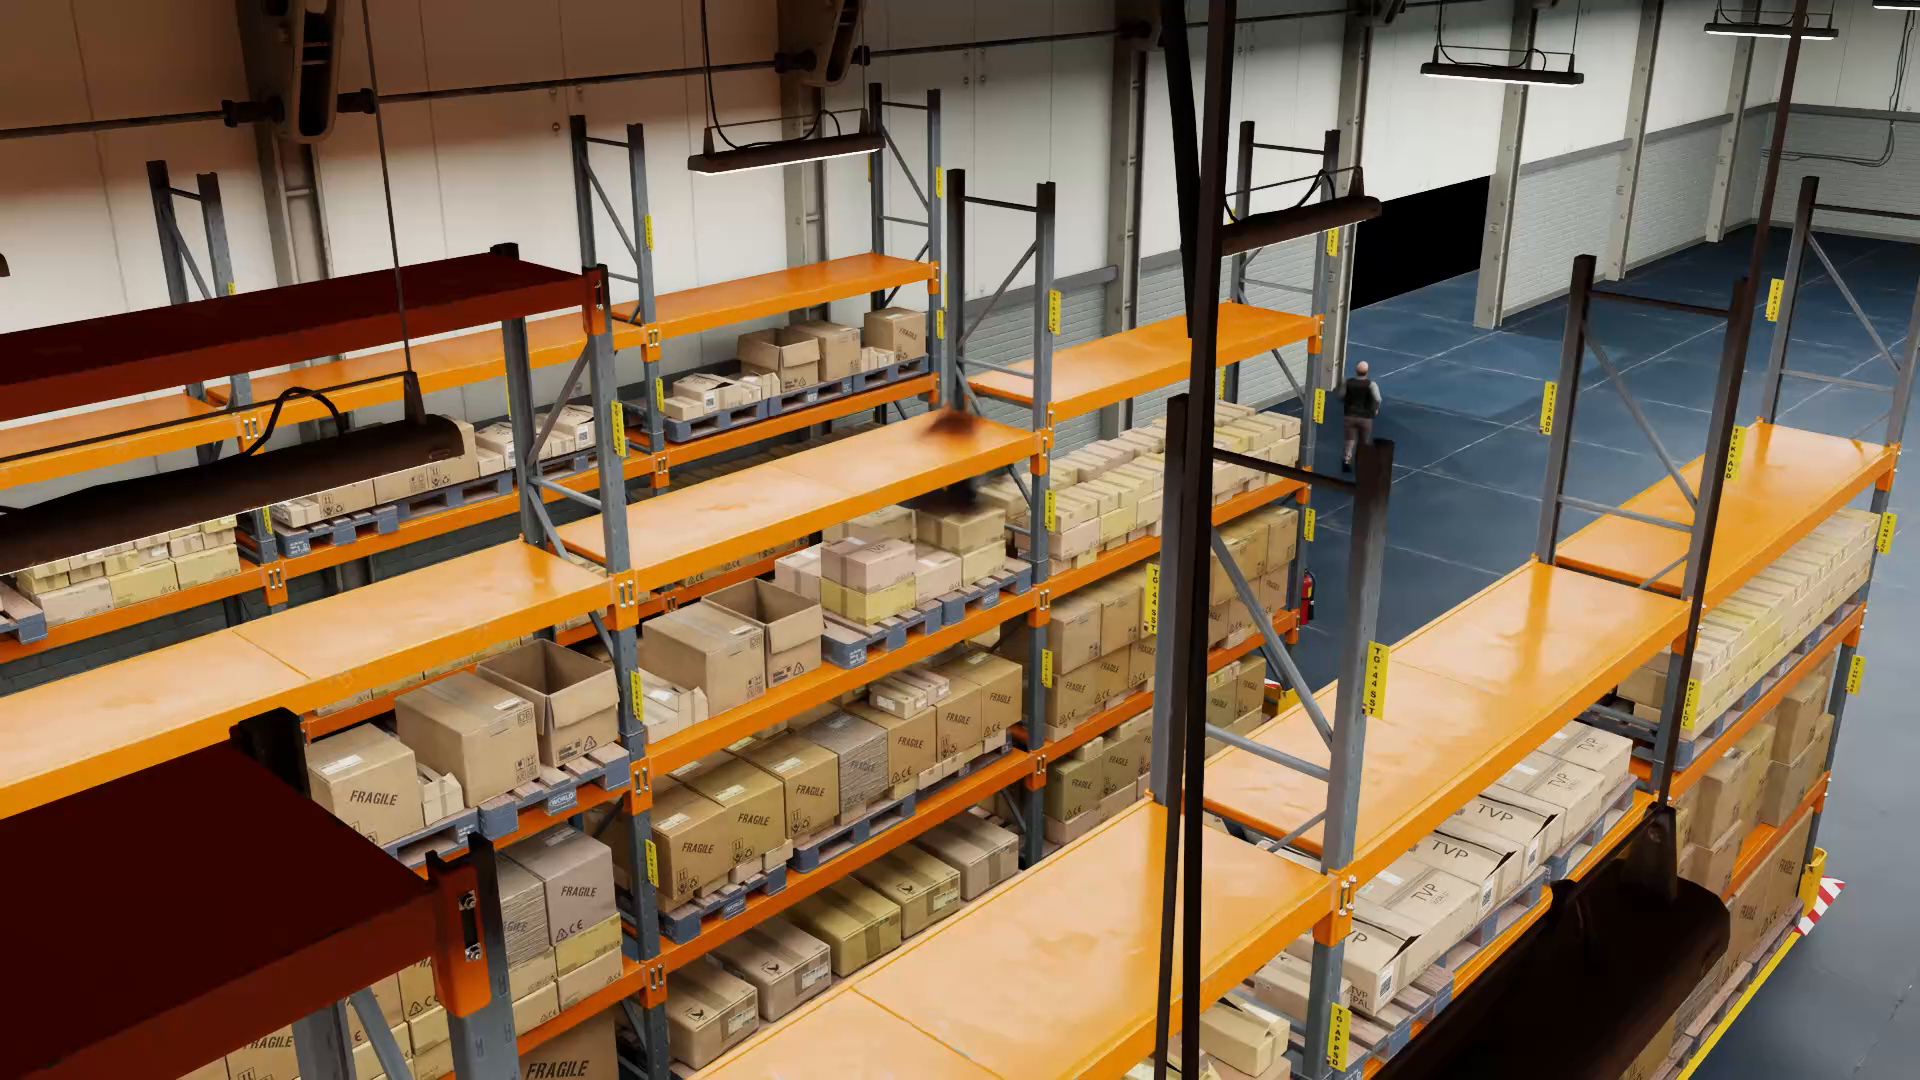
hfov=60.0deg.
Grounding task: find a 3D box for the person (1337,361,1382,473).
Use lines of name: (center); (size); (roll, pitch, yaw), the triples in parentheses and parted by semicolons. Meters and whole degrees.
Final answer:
person: (5.786, -1.752, 24.180); (0.663, 1.727, 0.928); (8, 23, 21)
